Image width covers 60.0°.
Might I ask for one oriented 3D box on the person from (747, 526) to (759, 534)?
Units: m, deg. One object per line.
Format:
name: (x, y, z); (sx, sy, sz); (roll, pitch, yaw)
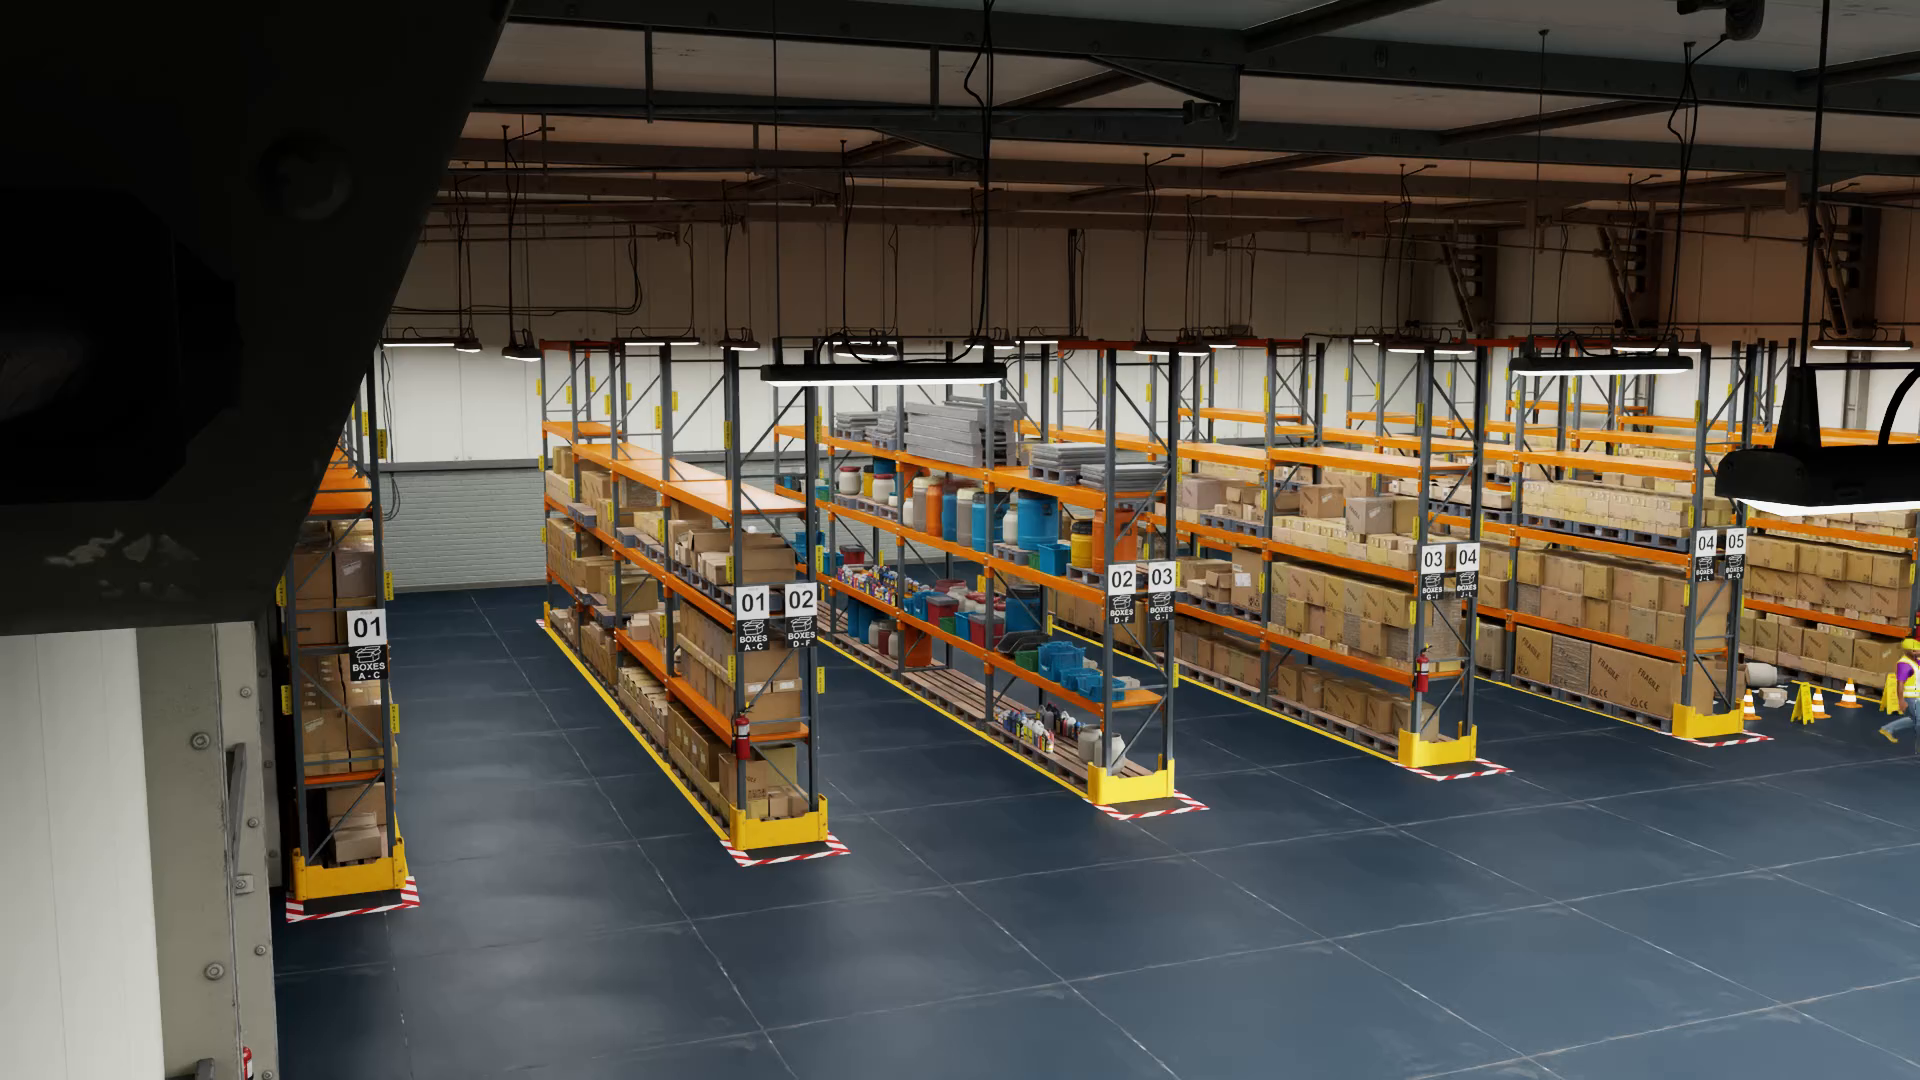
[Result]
person: (-4.645, 0.557, 37.595); (0.739, 1.772, 0.633); (-6, 9, -37)

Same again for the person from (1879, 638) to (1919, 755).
person: (14.040, 2.295, 24.493); (0.853, 1.732, 0.579); (6, 9, 38)
